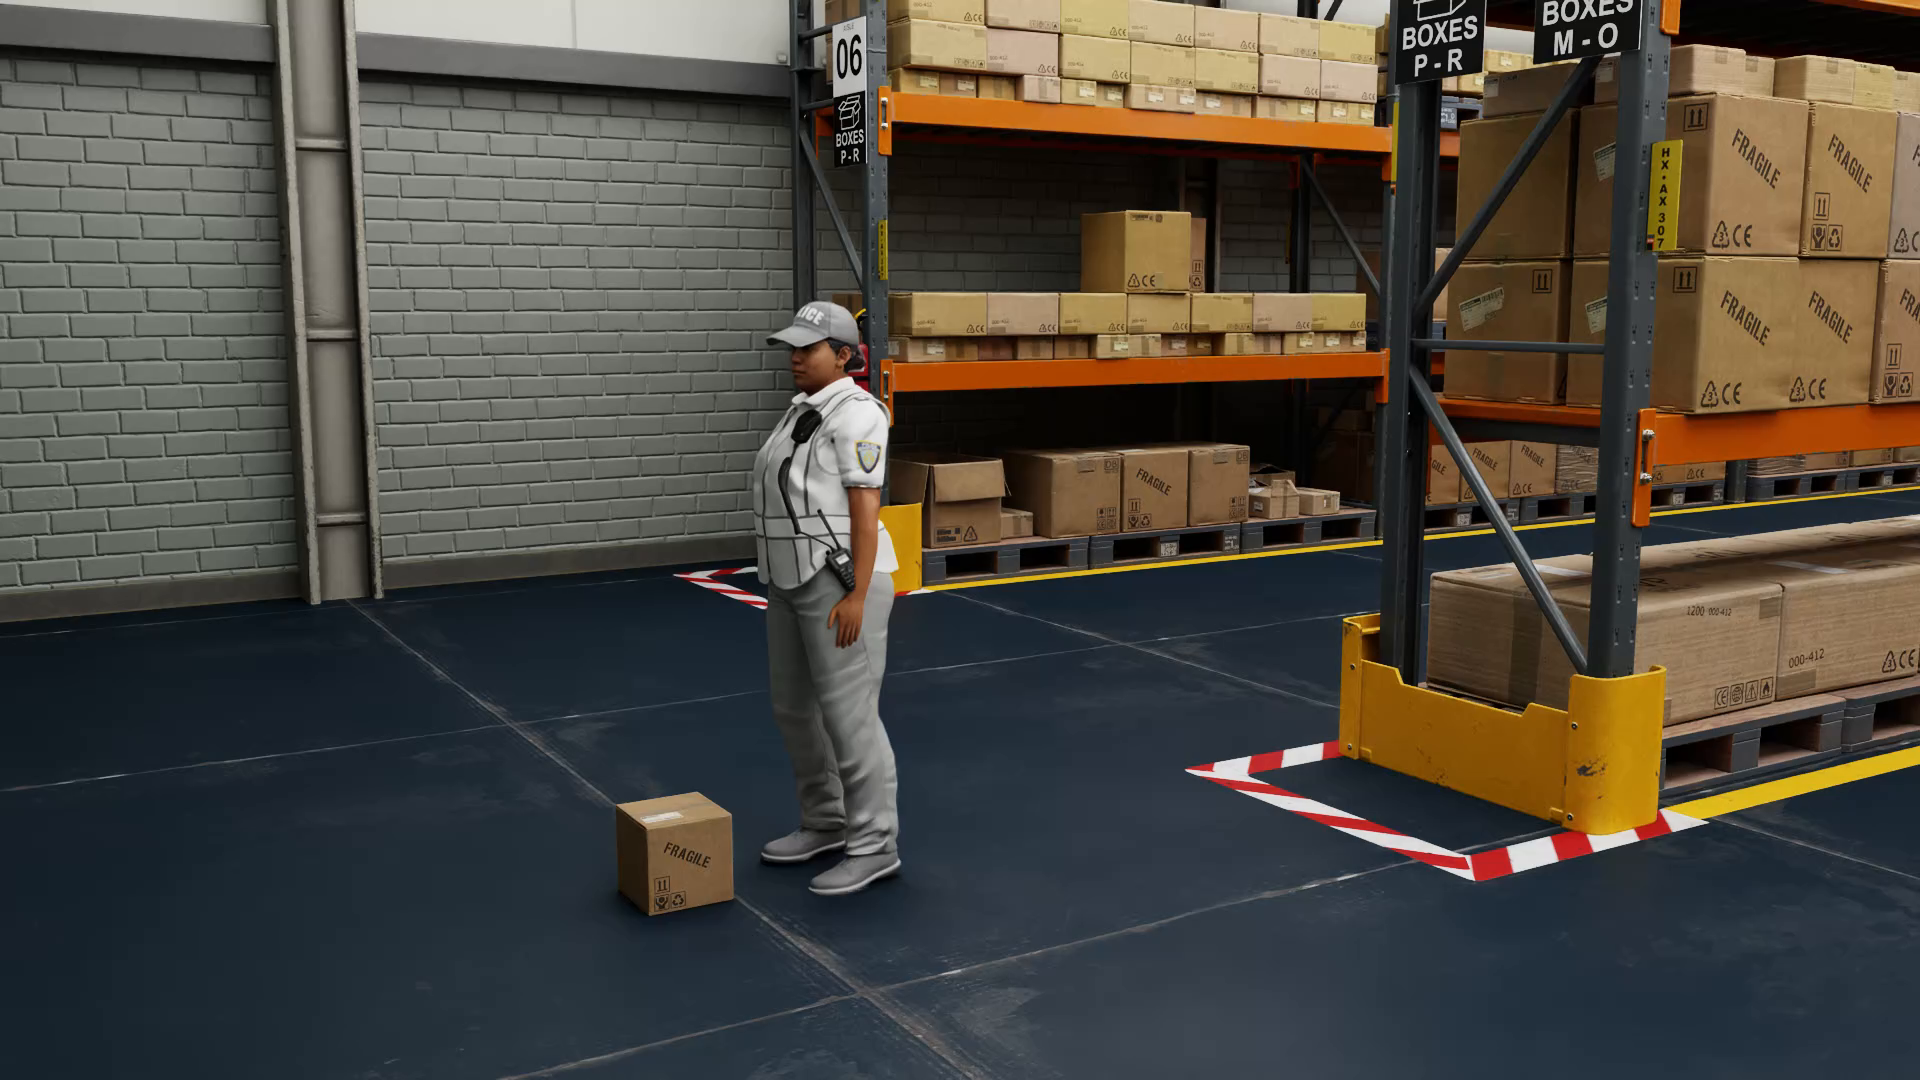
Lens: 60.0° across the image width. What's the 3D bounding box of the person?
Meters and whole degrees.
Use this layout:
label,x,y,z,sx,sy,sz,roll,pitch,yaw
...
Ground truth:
label,x,y,z,sx,sy,sz,roll,pitch,yaw
person,-0.394,0.153,4.810,0.389,1.673,0.478,-5,9,-29
